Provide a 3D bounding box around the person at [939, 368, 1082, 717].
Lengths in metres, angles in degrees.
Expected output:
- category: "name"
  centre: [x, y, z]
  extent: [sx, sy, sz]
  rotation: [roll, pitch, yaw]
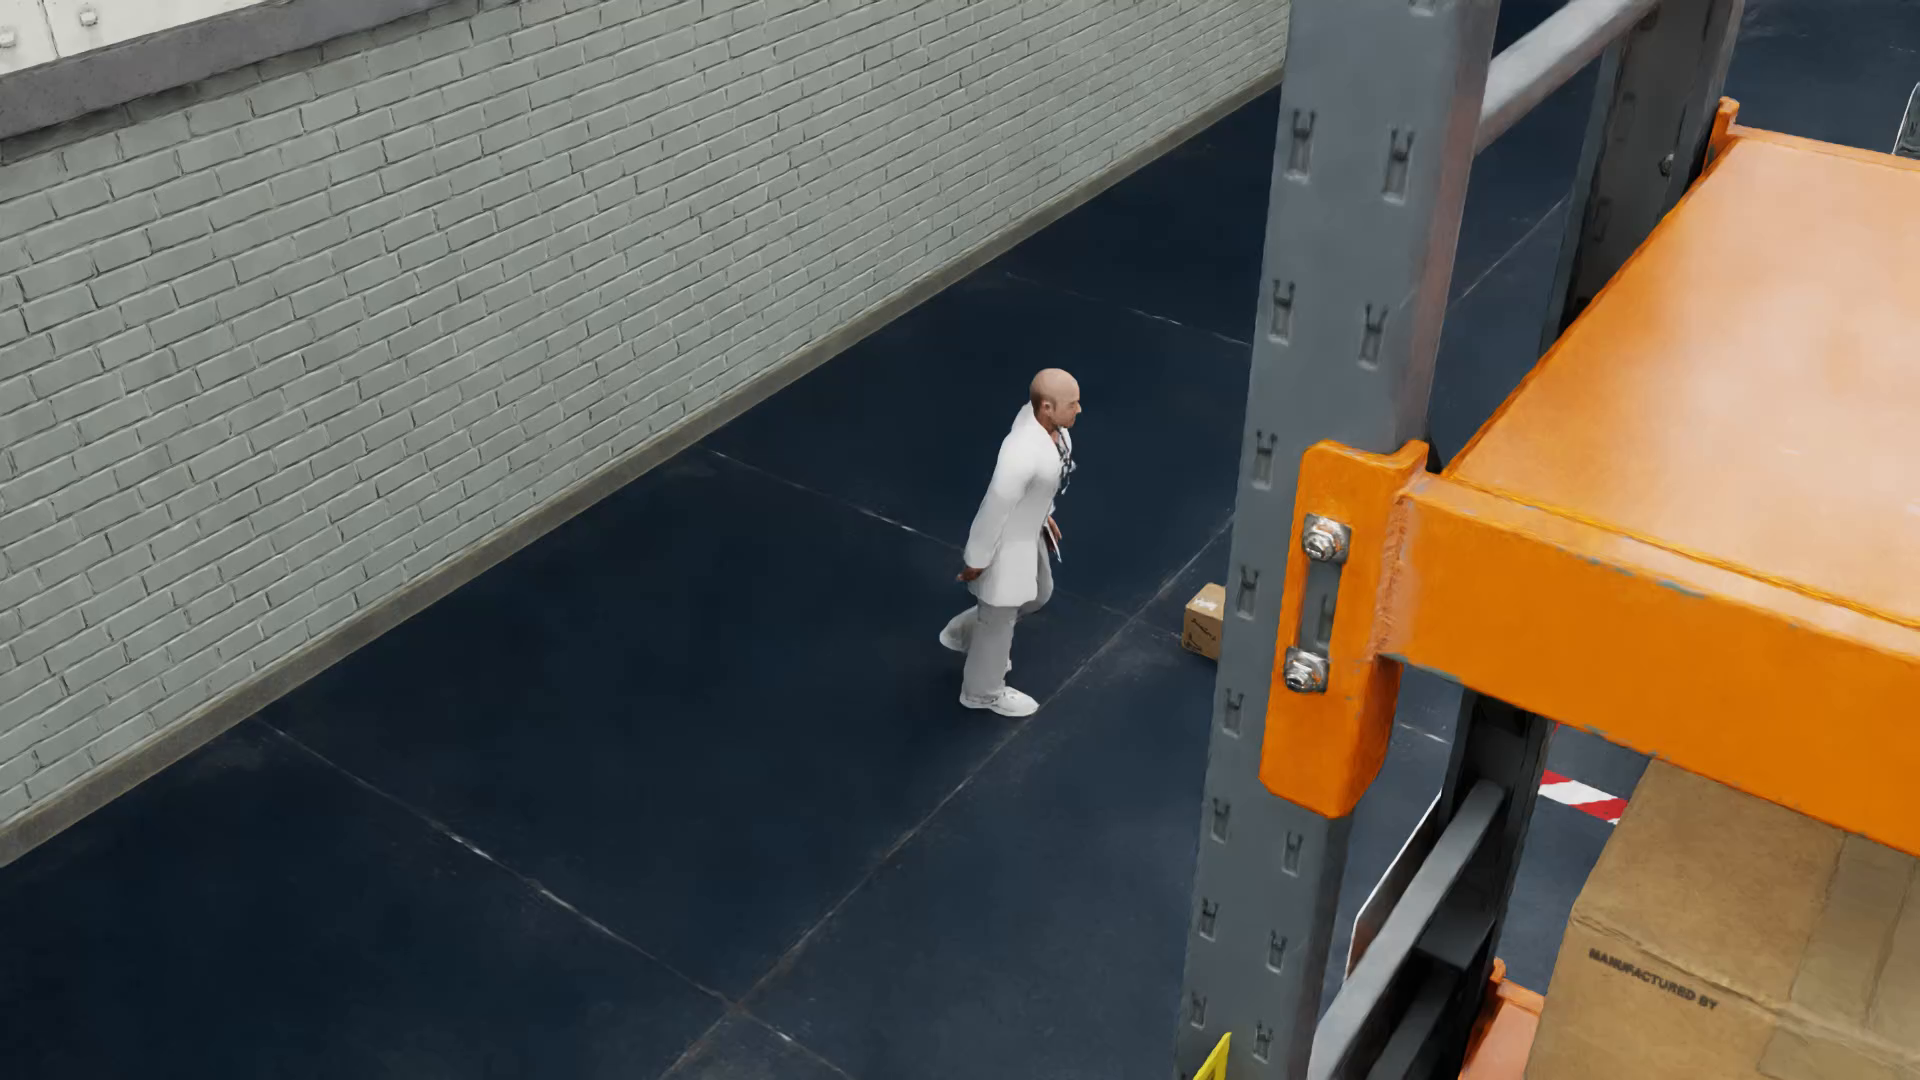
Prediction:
- category: "person"
  centre: [0.190, -0.003, 7.342]
  extent: [0.661, 1.757, 0.583]
  rotation: [9, 35, 13]
